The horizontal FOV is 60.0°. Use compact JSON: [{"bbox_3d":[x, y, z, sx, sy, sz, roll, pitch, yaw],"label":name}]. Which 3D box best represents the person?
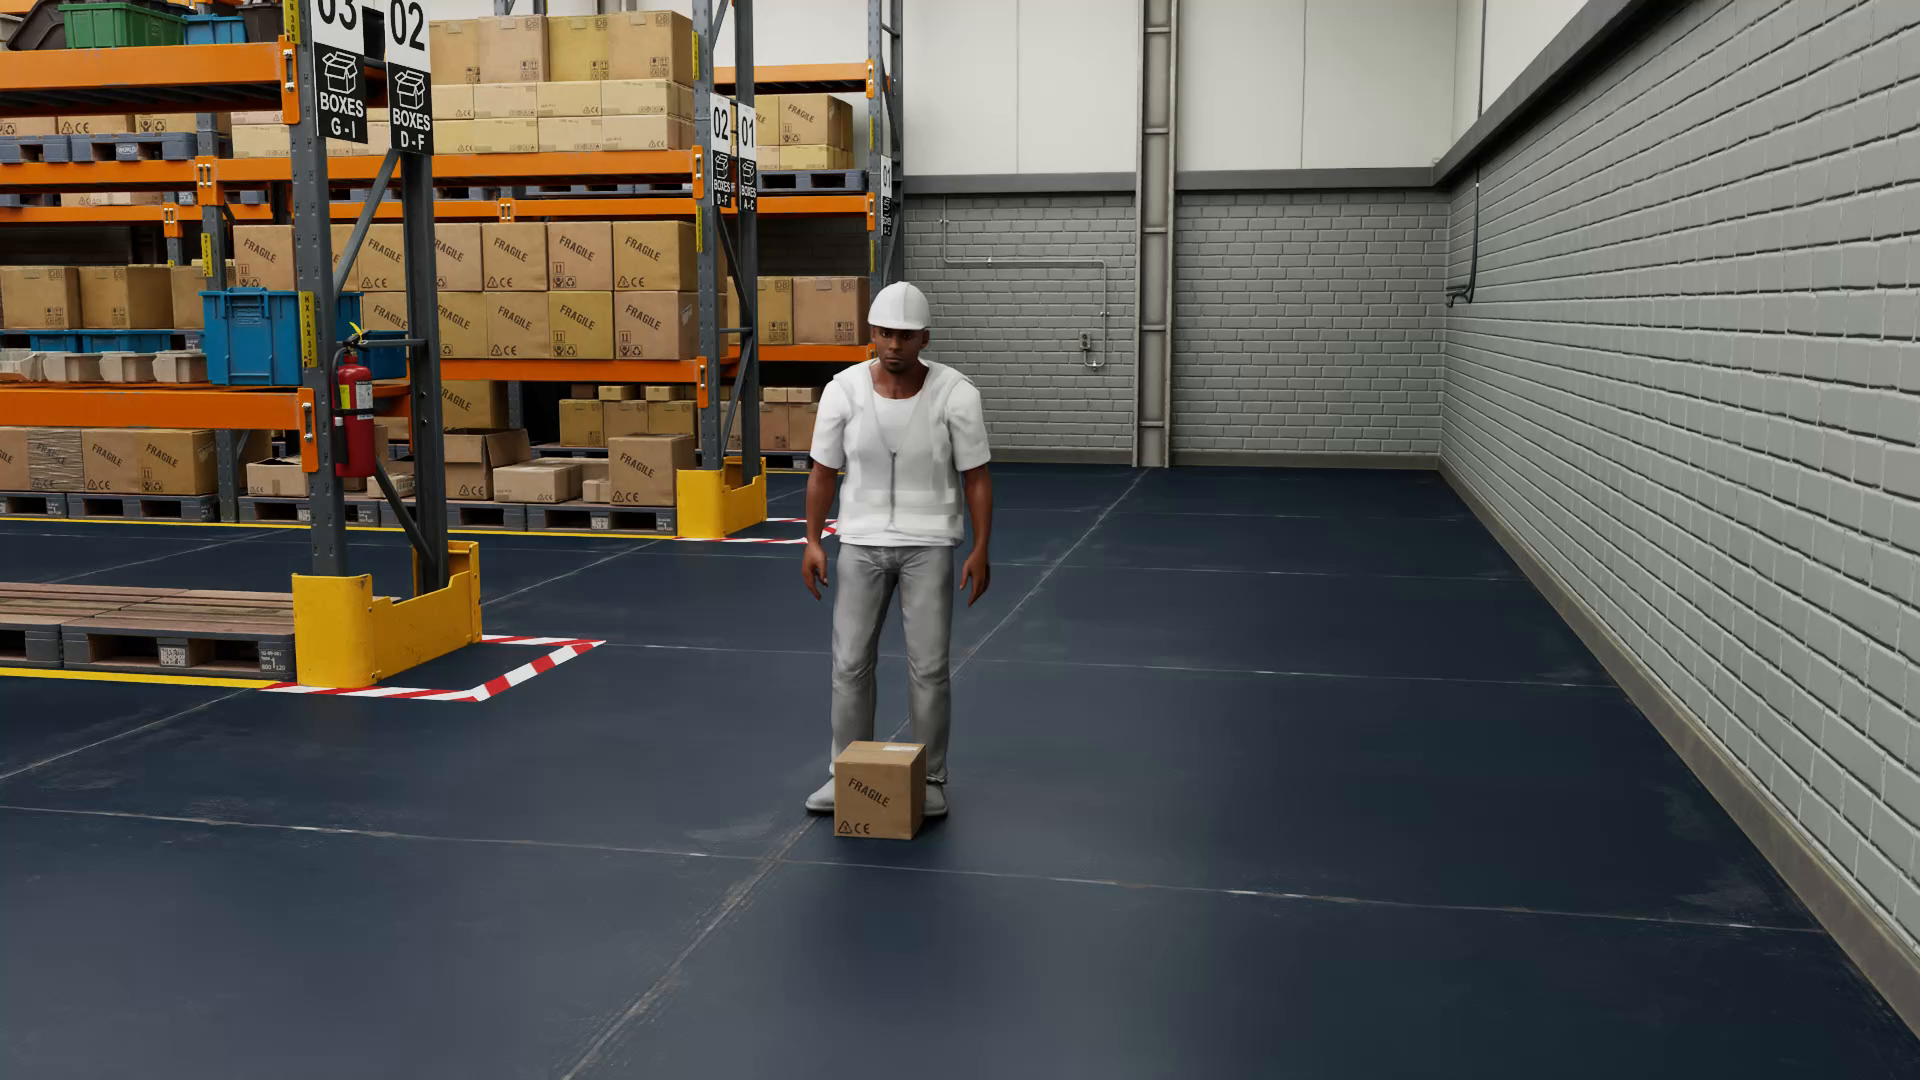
[{"bbox_3d":[-0.211,0.033,5.516,0.633,1.759,0.462,1,8,8],"label":"person"}]
